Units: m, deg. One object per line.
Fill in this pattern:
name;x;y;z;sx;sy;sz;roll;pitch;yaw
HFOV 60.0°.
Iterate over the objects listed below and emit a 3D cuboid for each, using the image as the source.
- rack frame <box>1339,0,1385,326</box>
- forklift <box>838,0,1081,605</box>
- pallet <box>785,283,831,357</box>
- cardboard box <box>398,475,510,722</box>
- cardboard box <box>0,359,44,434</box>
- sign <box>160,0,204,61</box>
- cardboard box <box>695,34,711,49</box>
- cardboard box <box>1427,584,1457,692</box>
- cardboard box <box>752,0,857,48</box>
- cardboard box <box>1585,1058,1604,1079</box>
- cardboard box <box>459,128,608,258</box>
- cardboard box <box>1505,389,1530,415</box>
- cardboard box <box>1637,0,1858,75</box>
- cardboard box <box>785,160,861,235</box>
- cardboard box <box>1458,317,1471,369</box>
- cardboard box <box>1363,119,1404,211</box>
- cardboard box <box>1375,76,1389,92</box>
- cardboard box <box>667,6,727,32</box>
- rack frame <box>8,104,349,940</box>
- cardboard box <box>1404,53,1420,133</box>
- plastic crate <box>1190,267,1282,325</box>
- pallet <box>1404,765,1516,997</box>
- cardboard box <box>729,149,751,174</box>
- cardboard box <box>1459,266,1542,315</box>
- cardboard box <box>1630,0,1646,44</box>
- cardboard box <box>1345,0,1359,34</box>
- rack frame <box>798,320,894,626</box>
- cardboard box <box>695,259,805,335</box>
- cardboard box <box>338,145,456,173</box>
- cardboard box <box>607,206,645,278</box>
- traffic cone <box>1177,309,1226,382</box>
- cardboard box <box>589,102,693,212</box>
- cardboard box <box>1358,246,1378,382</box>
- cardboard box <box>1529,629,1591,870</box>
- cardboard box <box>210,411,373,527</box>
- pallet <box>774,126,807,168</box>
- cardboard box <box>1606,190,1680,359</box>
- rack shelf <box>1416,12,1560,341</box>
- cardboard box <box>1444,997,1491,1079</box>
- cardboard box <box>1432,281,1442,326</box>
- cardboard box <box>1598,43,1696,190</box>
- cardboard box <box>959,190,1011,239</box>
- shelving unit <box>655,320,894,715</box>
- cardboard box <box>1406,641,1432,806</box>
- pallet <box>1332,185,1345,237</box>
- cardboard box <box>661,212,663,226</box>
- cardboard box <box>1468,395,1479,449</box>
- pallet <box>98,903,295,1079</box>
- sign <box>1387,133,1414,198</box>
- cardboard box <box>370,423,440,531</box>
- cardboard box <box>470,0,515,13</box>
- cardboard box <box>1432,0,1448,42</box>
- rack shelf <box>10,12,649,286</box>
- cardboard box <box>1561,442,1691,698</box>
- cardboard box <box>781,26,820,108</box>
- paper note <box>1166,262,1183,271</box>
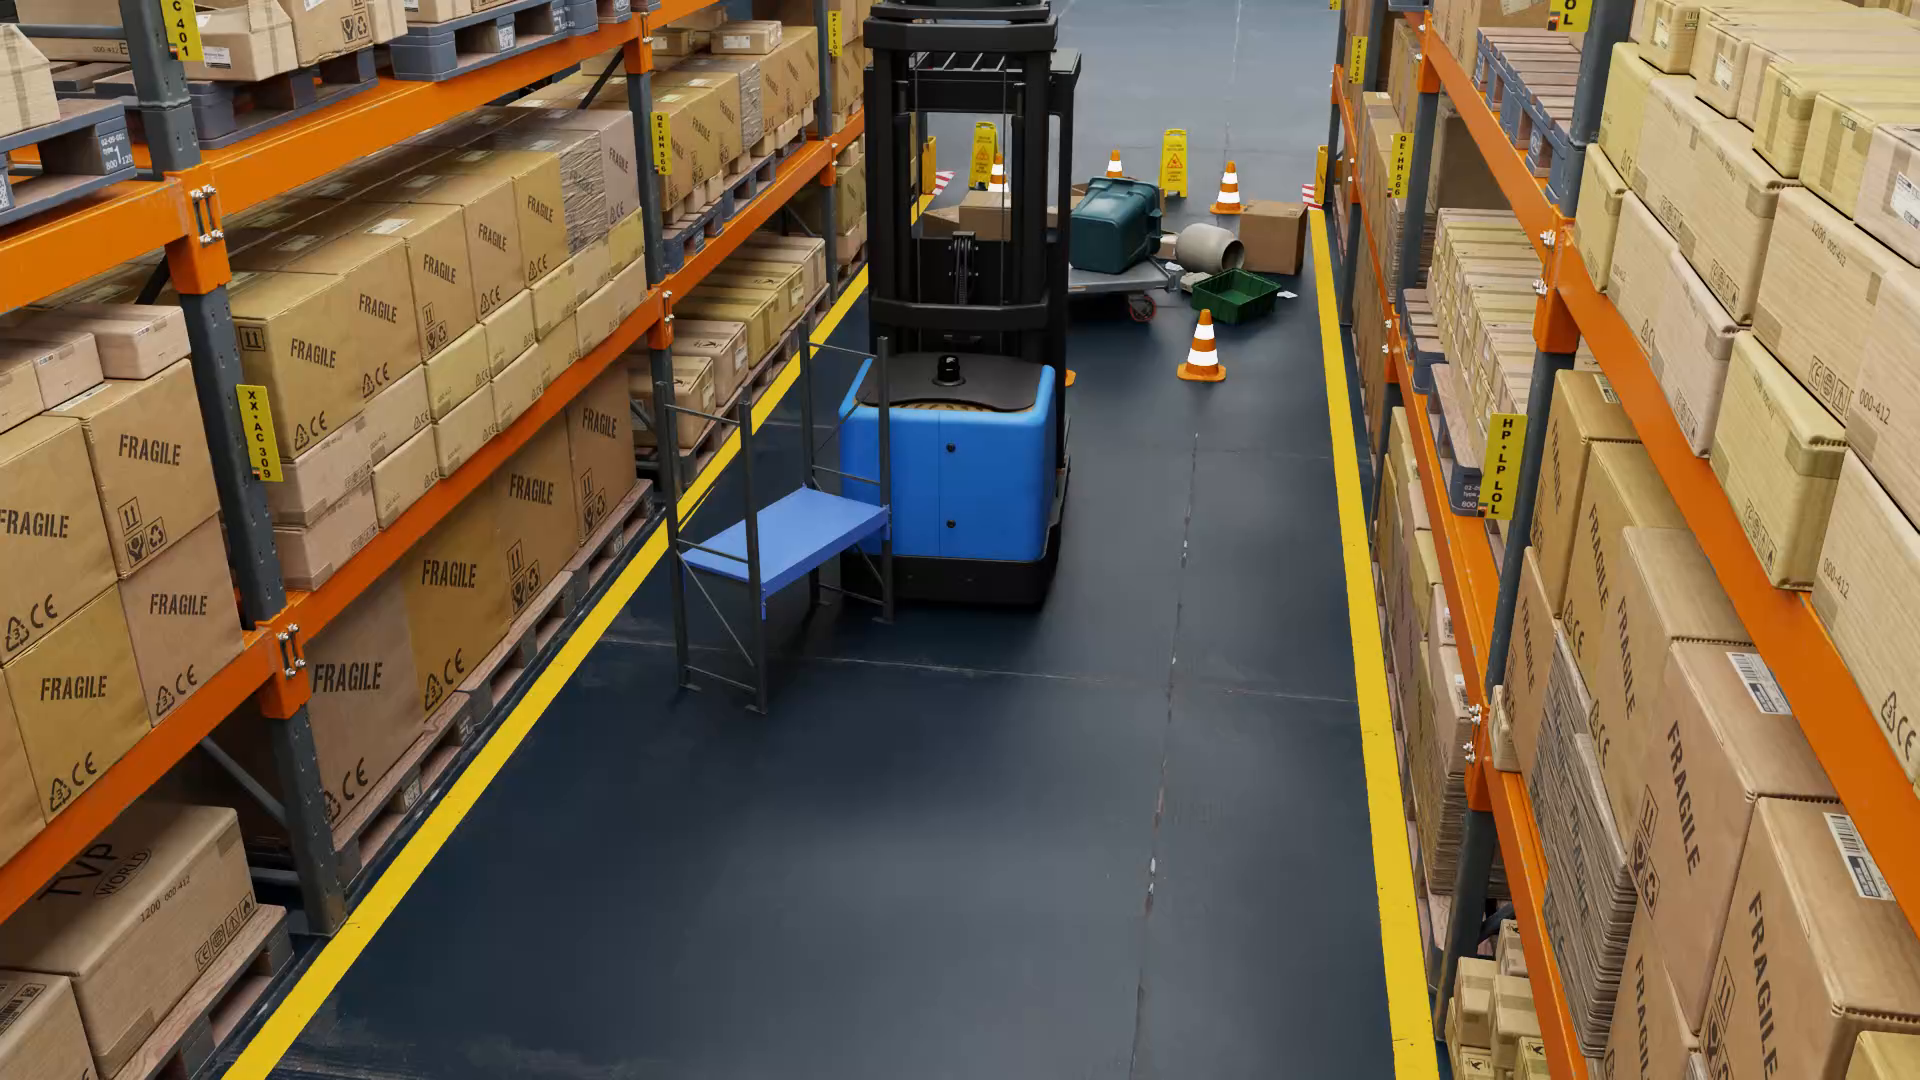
rack frame;3.418;-2.995;12.110;1.000;3.000;0.127;4;25;9
forklift;0.074;-1.593;9.195;1.130;2.935;3.031;3;25;6
pallet;-1.608;-1.707;12.647;1.003;0.211;1.213;4;25;9
cardboard box;-2.627;0.179;7.339;0.875;0.875;0.875;5;26;10
cardboard box;-2.726;-0.384;4.470;0.380;0.149;0.250;4;25;9
sign;-2.241;-1.540;4.761;0.100;0.325;0.005;4;25;9
cardboard box;-1.923;-3.280;11.755;0.500;0.500;0.500;4;25;9
cardboard box;2.080;0.410;6.404;0.500;0.250;0.500;5;26;11
cardboard box;-1.196;-4.097;12.817;0.700;0.500;0.500;4;25;8
cardboard box;1.574;1.115;3.626;0.380;0.149;0.250;5;26;11
cardboard box;-2.038;-1.671;7.984;0.500;0.500;0.500;4;25;9
cardboard box;2.071;-0.396;5.658;0.380;0.149;0.250;3;25;7
cardboard box;1.747;-1.130;3.704;0.380;0.149;0.250;3;25;6
cardboard box;-1.119;-2.808;13.574;0.500;0.500;0.500;5;26;11
cardboard box;2.278;-0.806;6.884;0.380;0.149;0.250;4;25;8
cardboard box;2.901;-2.419;10.761;0.500;0.500;0.500;4;25;8
cardboard box;3.467;-3.218;12.409;0.875;0.550;0.550;4;25;9
cardboard box;-1.908;-3.787;12.073;0.380;0.149;0.250;4;25;8
rack frame;-2.789;0.050;5.604;1.000;3.000;0.127;4;25;9
cardboard box;3.094;-2.647;10.070;0.700;0.500;0.500;4;25;8
plastic crate;2.154;-1.911;13.043;0.450;0.188;0.662;29;36;30
pallet;2.237;1.288;6.248;1.003;0.211;1.213;4;25;9
cardboard box;-1.587;-2.495;10.842;0.380;0.149;0.250;5;26;10
cardboard box;2.326;-1.049;7.052;0.380;0.149;0.250;5;26;11
cardboard box;1.824;-1.242;3.943;0.380;0.149;0.250;4;25;8
cardboard box;3.749;-4.611;14.112;0.875;0.550;0.550;4;25;9
rack frame;-0.553;-0.311;8.144;0.500;1.500;0.032;15;29;29
cardboard box;-1.679;-1.775;12.108;0.950;0.372;0.625;6;26;12
cardboard box;-2.629;-1.508;7.636;0.500;0.500;0.500;5;25;10
cardboard box;-1.964;-1.561;8.633;0.500;0.250;0.500;4;25;8
traffic cone;1.709;-1.389;11.673;0.336;0.463;0.334;4;25;9
cardboard box;-1.834;-2.165;9.372;0.500;0.500;0.500;3;25;7
cardboard box;3.244;-1.497;11.068;1.050;0.750;0.750;4;25;9
cardboard box;1.707;0.568;4.029;0.500;0.500;0.500;4;25;9
cardboard box;-2.439;-0.272;5.881;0.500;0.250;0.500;3;25;7
pallet;-1.750;-2.899;12.131;1.003;0.211;1.213;4;25;9
cardboard box;1.702;-0.554;3.534;0.500;0.250;0.500;4;25;8
rack shelf;2.438;-1.518;6.265;1.077;0.370;4.000;4;25;9
cardboard box;1.734;1.582;5.199;0.380;0.149;0.250;3;25;6
cardboard box;2.448;-1.113;7.890;0.380;0.149;0.250;5;26;11
cardboard box;1.795;-0.981;3.857;0.500;0.250;0.500;5;26;10
cardboard box;0.279;-2.395;12.885;0.500;0.500;0.500;4;25;9
shelving unit;-0.823;-0.128;7.754;0.538;1.500;1.048;15;29;29
cardboard box;2.067;0.752;6.559;0.500;0.500;0.500;3;25;7
pallet;4.018;-3.065;15.549;1.003;0.211;1.213;4;25;9
cardboard box;-1.899;-1.822;9.405;0.380;0.149;0.250;3;25;5
cardboard box;2.190;-0.450;6.474;0.380;0.149;0.250;5;26;11
pallet;-2.991;1.626;5.527;1.003;0.211;1.213;4;25;9
sign;2.216;-1.883;8.369;0.100;0.325;0.005;4;25;9
cardboard box;-2.374;-0.264;6.452;0.500;0.250;0.500;3;25;7
cardboard box;-2.137;-2.459;6.814;0.500;0.500;0.500;4;25;9
cardboard box;2.409;-2.505;7.408;0.500;0.500;0.500;4;25;9
rack shelf;-2.462;-1.819;6.908;1.077;0.370;4.000;4;25;9
cardboard box;1.727;0.108;3.833;0.500;0.500;0.500;3;25;7
cardboard box;-1.331;-3.456;12.132;0.500;0.500;0.500;4;25;8
paper note;1.835;-2.341;14.225;0.172;0.023;0.155;13;28;26
